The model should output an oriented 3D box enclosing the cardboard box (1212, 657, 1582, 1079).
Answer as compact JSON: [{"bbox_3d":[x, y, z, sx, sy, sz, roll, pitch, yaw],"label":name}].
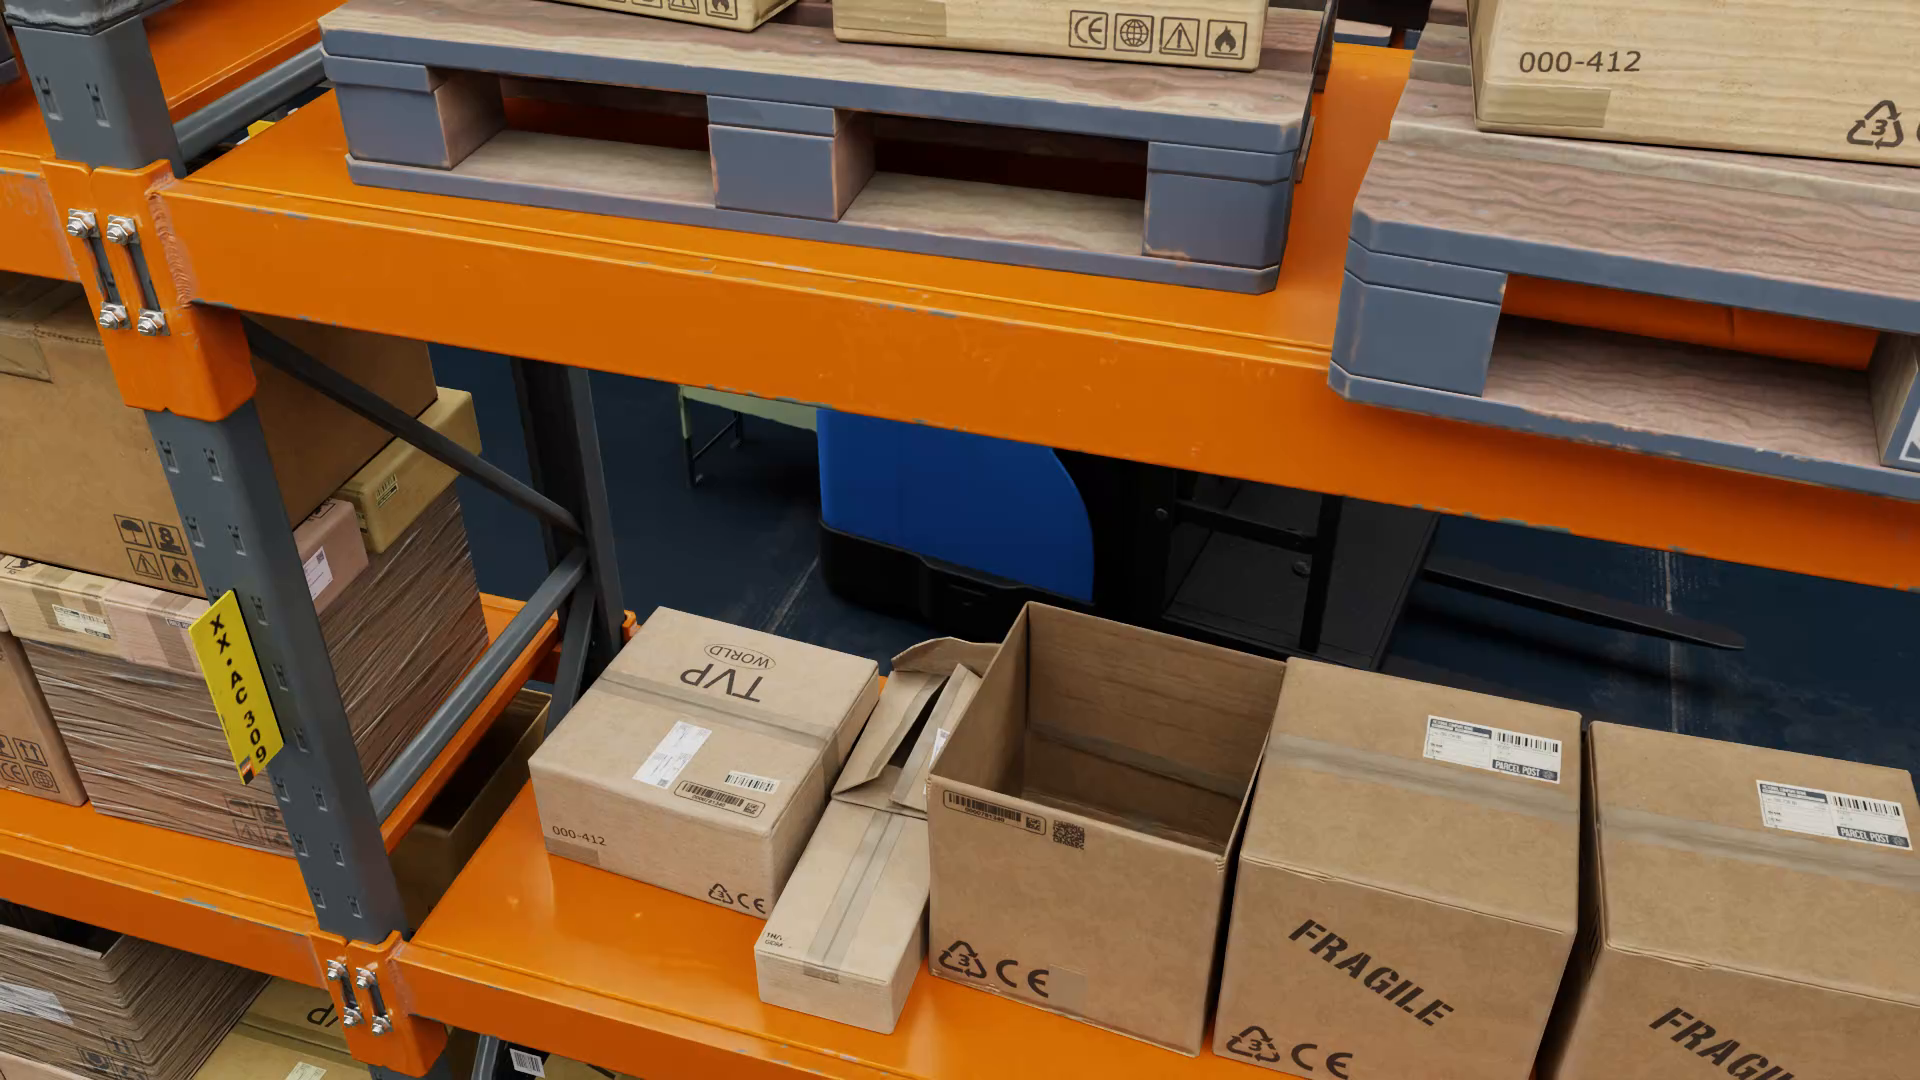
[{"bbox_3d":[0.743,0.587,2.837,0.500,0.500,0.500,11,38,14],"label":"cardboard box"}]

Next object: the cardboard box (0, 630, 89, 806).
[{"bbox_3d":[-1.897,0.096,3.504,0.500,0.500,0.700,10,38,13],"label":"cardboard box"}]

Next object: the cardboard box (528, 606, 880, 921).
[{"bbox_3d":[-0.483,0.424,3.270,0.500,0.250,0.500,13,38,17],"label":"cardboard box"}]

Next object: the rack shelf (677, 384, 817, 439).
[{"bbox_3d":[-0.647,-0.558,6.293,0.720,0.370,0.431,16,39,20],"label":"rack shelf"}]

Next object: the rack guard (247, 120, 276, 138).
[{"bbox_3d":[-3.238,-2.189,8.803,0.348,0.500,1.175,10,38,14],"label":"rack guard"}]

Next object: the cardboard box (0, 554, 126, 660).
[{"bbox_3d":[-1.525,0.028,3.050,0.250,0.149,0.380,10,37,13],"label":"cardboard box"}]

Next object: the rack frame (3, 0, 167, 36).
[{"bbox_3d":[-0.966,-2.115,1.532,0.127,3.000,1.000,10,38,14],"label":"rack frame"}]

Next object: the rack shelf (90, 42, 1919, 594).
[{"bbox_3d":[0.943,-0.264,2.154,4.000,0.370,1.077,10,38,14],"label":"rack shelf"}]

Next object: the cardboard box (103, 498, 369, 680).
[{"bbox_3d":[-1.289,0.073,2.989,0.250,0.149,0.380,10,38,14],"label":"cardboard box"}]

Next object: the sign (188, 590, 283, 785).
[{"bbox_3d":[-1.130,0.235,2.603,0.005,0.325,0.100,10,38,14],"label":"sign"}]

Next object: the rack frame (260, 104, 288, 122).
[{"bbox_3d":[-3.311,-3.209,8.080,0.127,3.000,1.000,10,38,14],"label":"rack frame"}]

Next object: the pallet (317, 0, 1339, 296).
[{"bbox_3d":[-0.120,-0.681,2.276,1.217,0.209,0.805,9,37,12],"label":"pallet"}]

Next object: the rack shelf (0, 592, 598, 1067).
[{"bbox_3d":[-2.875,0.237,4.004,4.000,0.370,1.077,10,38,14],"label":"rack shelf"}]

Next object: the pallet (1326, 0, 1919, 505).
[{"bbox_3d":[1.109,-0.389,1.877,1.213,0.211,1.003,12,38,16],"label":"pallet"}]

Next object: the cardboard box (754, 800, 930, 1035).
[{"bbox_3d":[-0.181,0.674,3.015,0.250,0.149,0.380,10,38,14],"label":"cardboard box"}]

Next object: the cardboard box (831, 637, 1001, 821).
[{"bbox_3d":[-0.072,0.407,3.280,0.258,0.266,0.396,10,37,13],"label":"cardboard box"}]

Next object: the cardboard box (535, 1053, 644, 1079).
[{"bbox_3d":[-0.646,1.227,3.544,0.500,0.311,0.500,11,38,14],"label":"cardboard box"}]

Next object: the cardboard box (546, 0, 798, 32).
[{"bbox_3d":[-0.381,-0.901,2.186,0.500,0.250,0.500,14,39,19],"label":"cardboard box"}]

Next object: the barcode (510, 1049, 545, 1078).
[{"bbox_3d":[-0.847,1.025,3.255,0.075,0.075,0.001,10,38,14],"label":"barcode"}]

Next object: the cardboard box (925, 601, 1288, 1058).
[{"bbox_3d":[0.265,0.499,2.957,0.500,0.500,0.500,13,38,17],"label":"cardboard box"}]

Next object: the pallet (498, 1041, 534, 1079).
[{"bbox_3d":[-1.713,1.260,4.360,1.213,0.211,1.003,10,38,14],"label":"pallet"}]

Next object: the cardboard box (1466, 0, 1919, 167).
[{"bbox_3d":[0.841,-0.643,1.835,0.500,0.250,0.500,7,37,10],"label":"cardboard box"}]

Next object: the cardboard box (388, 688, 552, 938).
[{"bbox_3d":[-1.315,0.678,4.131,0.500,0.500,0.500,10,38,14],"label":"cardboard box"}]

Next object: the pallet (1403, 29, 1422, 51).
[{"bbox_3d":[2.424,-2.045,6.660,1.213,0.211,1.003,10,38,14],"label":"pallet"}]

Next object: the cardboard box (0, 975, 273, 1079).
[{"bbox_3d":[-1.948,1.187,4.072,0.500,0.250,0.500,10,38,14],"label":"cardboard box"}]

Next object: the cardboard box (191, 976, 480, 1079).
[{"bbox_3d":[-1.474,1.281,3.944,0.500,0.250,0.500,10,38,14],"label":"cardboard box"}]

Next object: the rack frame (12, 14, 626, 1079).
[{"bbox_3d":[-0.966,0.301,3.311,0.127,3.000,1.000,10,38,14],"label":"rack frame"}]

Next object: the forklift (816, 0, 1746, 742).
[{"bbox_3d":[1.058,-0.883,4.977,3.031,2.935,1.130,16,39,20],"label":"forklift"}]

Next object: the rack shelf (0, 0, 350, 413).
[{"bbox_3d":[-2.875,-0.971,3.115,4.000,0.370,1.077,10,38,14],"label":"rack shelf"}]

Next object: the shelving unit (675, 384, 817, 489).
[{"bbox_3d":[-0.647,-0.821,6.100,0.755,1.500,0.431,16,39,20],"label":"shelving unit"}]

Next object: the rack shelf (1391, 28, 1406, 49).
[{"bbox_3d":[2.417,-1.859,6.852,4.000,0.370,1.077,10,38,14],"label":"rack shelf"}]

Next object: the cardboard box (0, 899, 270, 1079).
[{"bbox_3d":[-1.948,0.884,3.851,0.500,0.500,0.500,10,38,14],"label":"cardboard box"}]

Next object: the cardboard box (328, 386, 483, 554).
[{"bbox_3d":[-1.165,-0.158,3.302,0.250,0.149,0.380,10,38,14],"label":"cardboard box"}]

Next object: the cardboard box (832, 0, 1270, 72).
[{"bbox_3d":[0.144,-0.806,2.056,0.500,0.250,0.500,7,37,9],"label":"cardboard box"}]

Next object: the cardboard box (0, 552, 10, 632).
[{"bbox_3d":[-1.776,-0.017,3.111,0.250,0.149,0.380,9,37,13],"label":"cardboard box"}]

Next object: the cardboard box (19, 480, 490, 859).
[{"bbox_3d":[-1.391,0.186,3.383,0.500,0.500,0.700,10,37,13],"label":"cardboard box"}]

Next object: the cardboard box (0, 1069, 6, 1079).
[{"bbox_3d":[-2.430,1.107,4.181,0.500,0.250,0.500,10,38,14],"label":"cardboard box"}]

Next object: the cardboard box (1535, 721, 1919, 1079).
[{"bbox_3d":[1.246,0.680,2.711,0.500,0.500,0.500,9,37,11],"label":"cardboard box"}]

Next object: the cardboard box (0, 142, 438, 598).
[{"bbox_3d":[-1.391,-0.337,2.998,0.500,0.500,0.700,11,38,14],"label":"cardboard box"}]

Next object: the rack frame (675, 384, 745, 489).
[{"bbox_3d":[-0.977,-0.914,6.226,0.023,1.500,0.400,16,39,20],"label":"rack frame"}]

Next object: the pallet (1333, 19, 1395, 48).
[{"bbox_3d":[1.194,-2.208,6.881,1.213,0.211,1.003,10,38,14],"label":"pallet"}]

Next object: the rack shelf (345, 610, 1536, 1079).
[{"bbox_3d":[0.943,0.944,3.043,4.000,0.370,1.077,10,38,14],"label":"rack shelf"}]
